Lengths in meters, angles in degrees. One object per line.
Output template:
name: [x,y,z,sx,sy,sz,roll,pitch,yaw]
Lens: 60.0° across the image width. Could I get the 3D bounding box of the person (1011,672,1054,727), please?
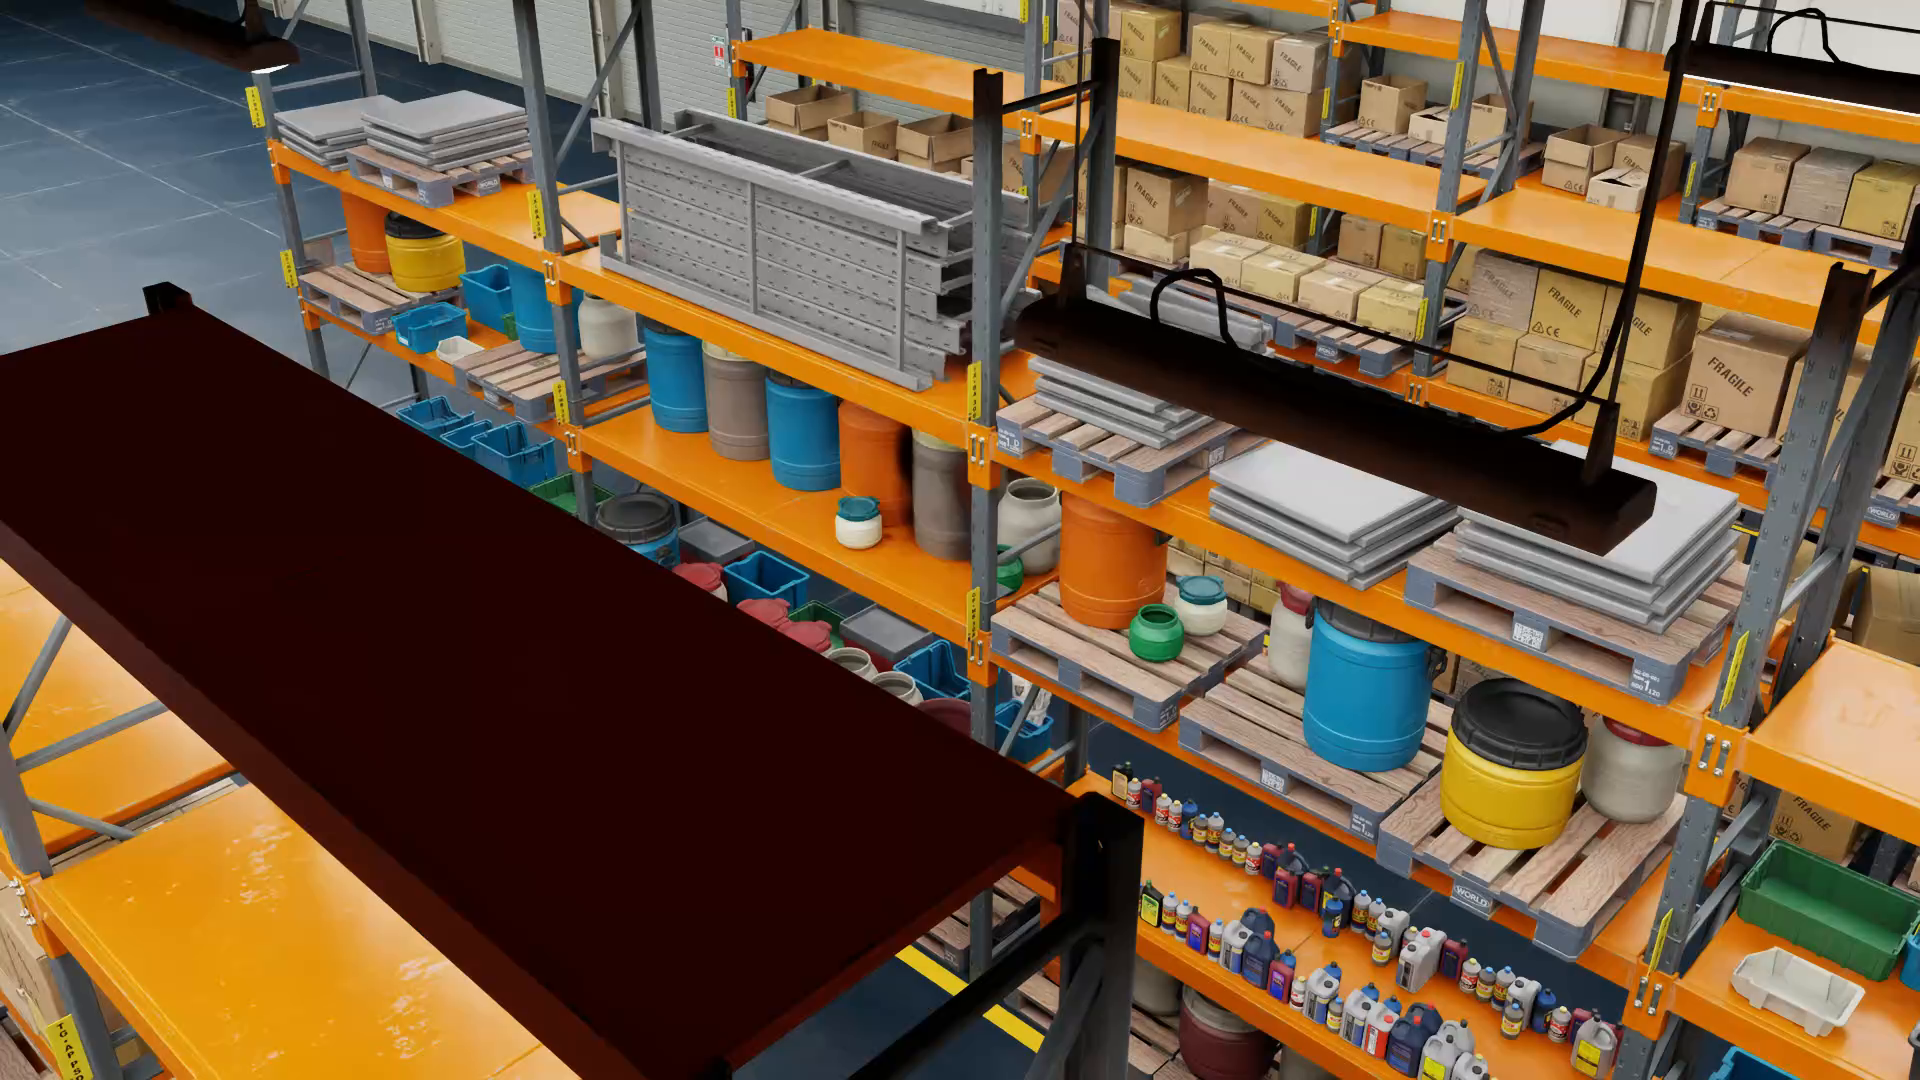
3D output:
person: [0.475,1.359,12.078,0.447,1.677,0.551,3,30,6]
